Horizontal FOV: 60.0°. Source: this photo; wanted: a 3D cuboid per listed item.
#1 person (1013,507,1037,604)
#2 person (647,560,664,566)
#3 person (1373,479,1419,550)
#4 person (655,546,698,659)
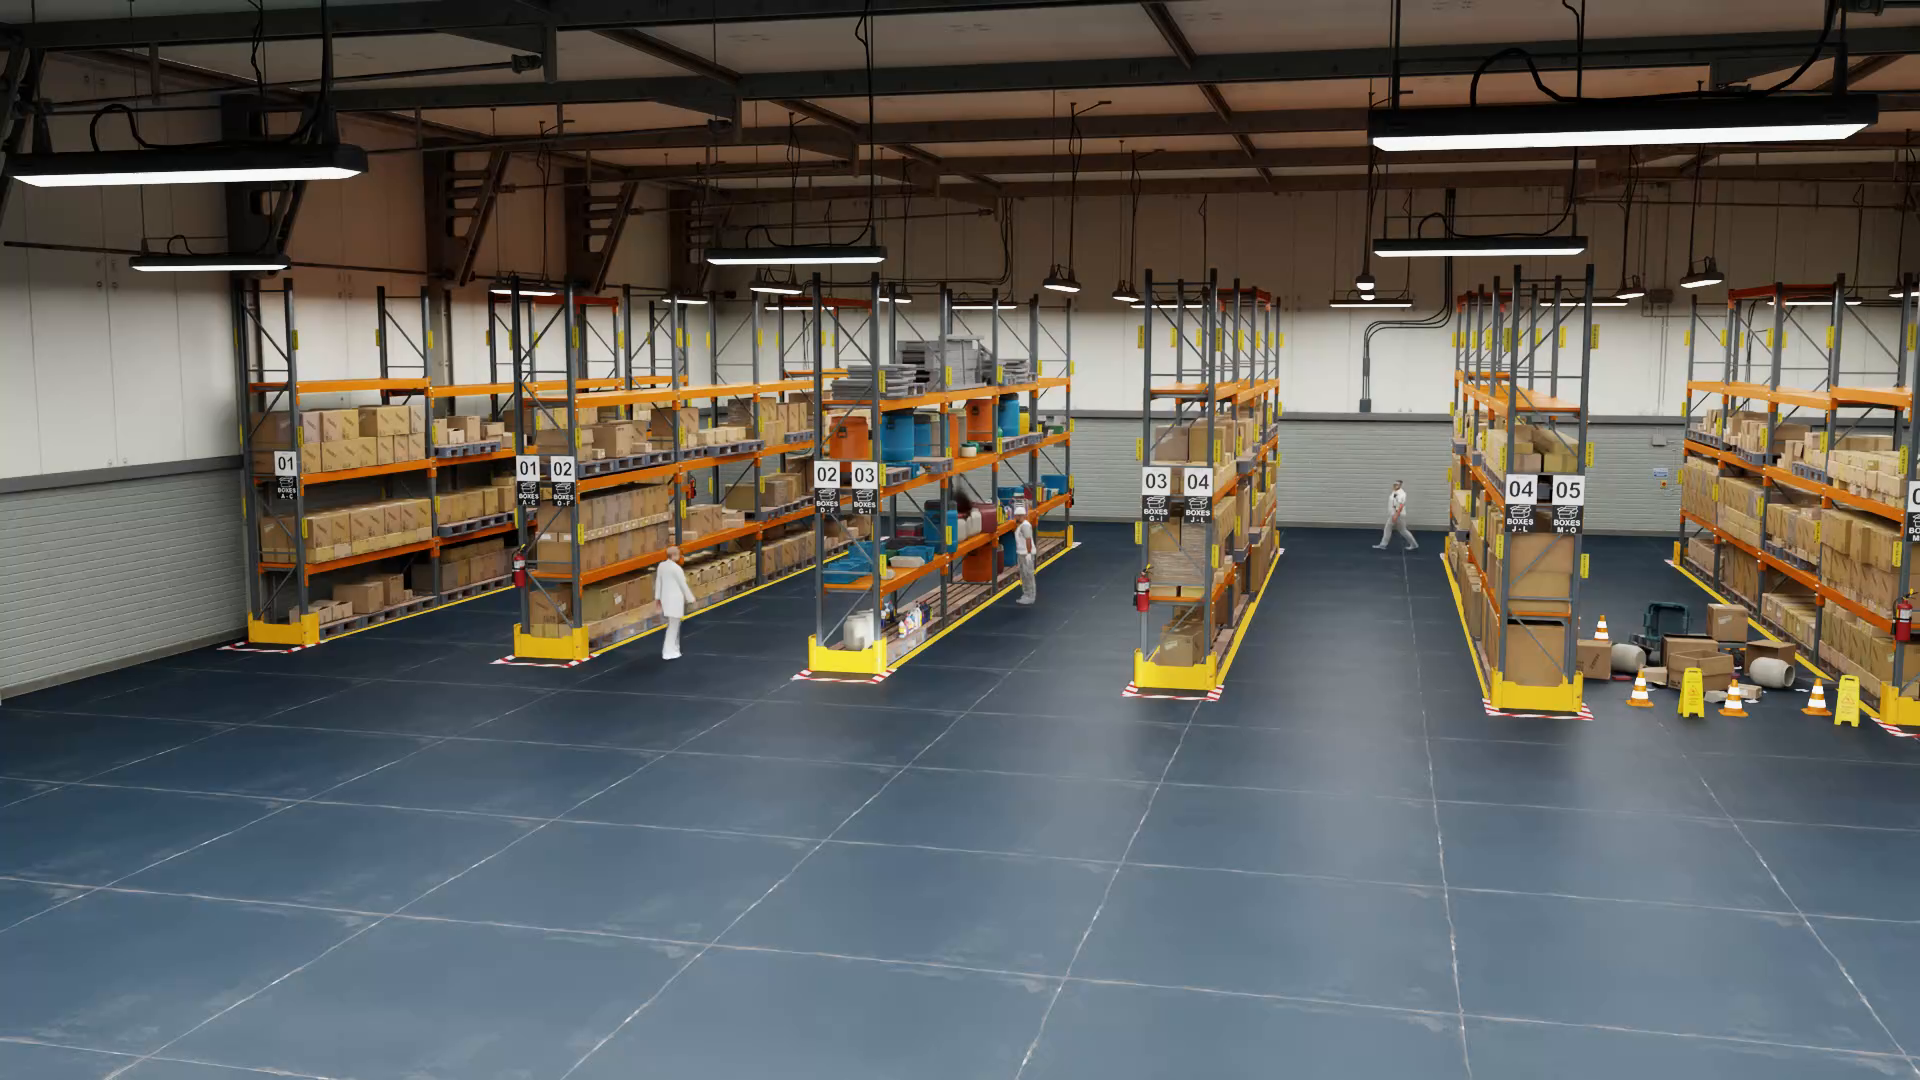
[{"bbox_3d":[1.201,0.283,30.640,0.409,1.787,0.597,-3,7,-23],"label":"person"},{"bbox_3d":[-6.854,-0.297,36.876,0.690,1.721,0.996,1,7,5],"label":"person"},{"bbox_3d":[10.404,-0.608,39.632,1.047,1.715,0.611,1,7,8],"label":"person"},{"bbox_3d":[-4.515,1.008,26.186,0.688,1.842,0.553,6,9,41],"label":"person"}]
